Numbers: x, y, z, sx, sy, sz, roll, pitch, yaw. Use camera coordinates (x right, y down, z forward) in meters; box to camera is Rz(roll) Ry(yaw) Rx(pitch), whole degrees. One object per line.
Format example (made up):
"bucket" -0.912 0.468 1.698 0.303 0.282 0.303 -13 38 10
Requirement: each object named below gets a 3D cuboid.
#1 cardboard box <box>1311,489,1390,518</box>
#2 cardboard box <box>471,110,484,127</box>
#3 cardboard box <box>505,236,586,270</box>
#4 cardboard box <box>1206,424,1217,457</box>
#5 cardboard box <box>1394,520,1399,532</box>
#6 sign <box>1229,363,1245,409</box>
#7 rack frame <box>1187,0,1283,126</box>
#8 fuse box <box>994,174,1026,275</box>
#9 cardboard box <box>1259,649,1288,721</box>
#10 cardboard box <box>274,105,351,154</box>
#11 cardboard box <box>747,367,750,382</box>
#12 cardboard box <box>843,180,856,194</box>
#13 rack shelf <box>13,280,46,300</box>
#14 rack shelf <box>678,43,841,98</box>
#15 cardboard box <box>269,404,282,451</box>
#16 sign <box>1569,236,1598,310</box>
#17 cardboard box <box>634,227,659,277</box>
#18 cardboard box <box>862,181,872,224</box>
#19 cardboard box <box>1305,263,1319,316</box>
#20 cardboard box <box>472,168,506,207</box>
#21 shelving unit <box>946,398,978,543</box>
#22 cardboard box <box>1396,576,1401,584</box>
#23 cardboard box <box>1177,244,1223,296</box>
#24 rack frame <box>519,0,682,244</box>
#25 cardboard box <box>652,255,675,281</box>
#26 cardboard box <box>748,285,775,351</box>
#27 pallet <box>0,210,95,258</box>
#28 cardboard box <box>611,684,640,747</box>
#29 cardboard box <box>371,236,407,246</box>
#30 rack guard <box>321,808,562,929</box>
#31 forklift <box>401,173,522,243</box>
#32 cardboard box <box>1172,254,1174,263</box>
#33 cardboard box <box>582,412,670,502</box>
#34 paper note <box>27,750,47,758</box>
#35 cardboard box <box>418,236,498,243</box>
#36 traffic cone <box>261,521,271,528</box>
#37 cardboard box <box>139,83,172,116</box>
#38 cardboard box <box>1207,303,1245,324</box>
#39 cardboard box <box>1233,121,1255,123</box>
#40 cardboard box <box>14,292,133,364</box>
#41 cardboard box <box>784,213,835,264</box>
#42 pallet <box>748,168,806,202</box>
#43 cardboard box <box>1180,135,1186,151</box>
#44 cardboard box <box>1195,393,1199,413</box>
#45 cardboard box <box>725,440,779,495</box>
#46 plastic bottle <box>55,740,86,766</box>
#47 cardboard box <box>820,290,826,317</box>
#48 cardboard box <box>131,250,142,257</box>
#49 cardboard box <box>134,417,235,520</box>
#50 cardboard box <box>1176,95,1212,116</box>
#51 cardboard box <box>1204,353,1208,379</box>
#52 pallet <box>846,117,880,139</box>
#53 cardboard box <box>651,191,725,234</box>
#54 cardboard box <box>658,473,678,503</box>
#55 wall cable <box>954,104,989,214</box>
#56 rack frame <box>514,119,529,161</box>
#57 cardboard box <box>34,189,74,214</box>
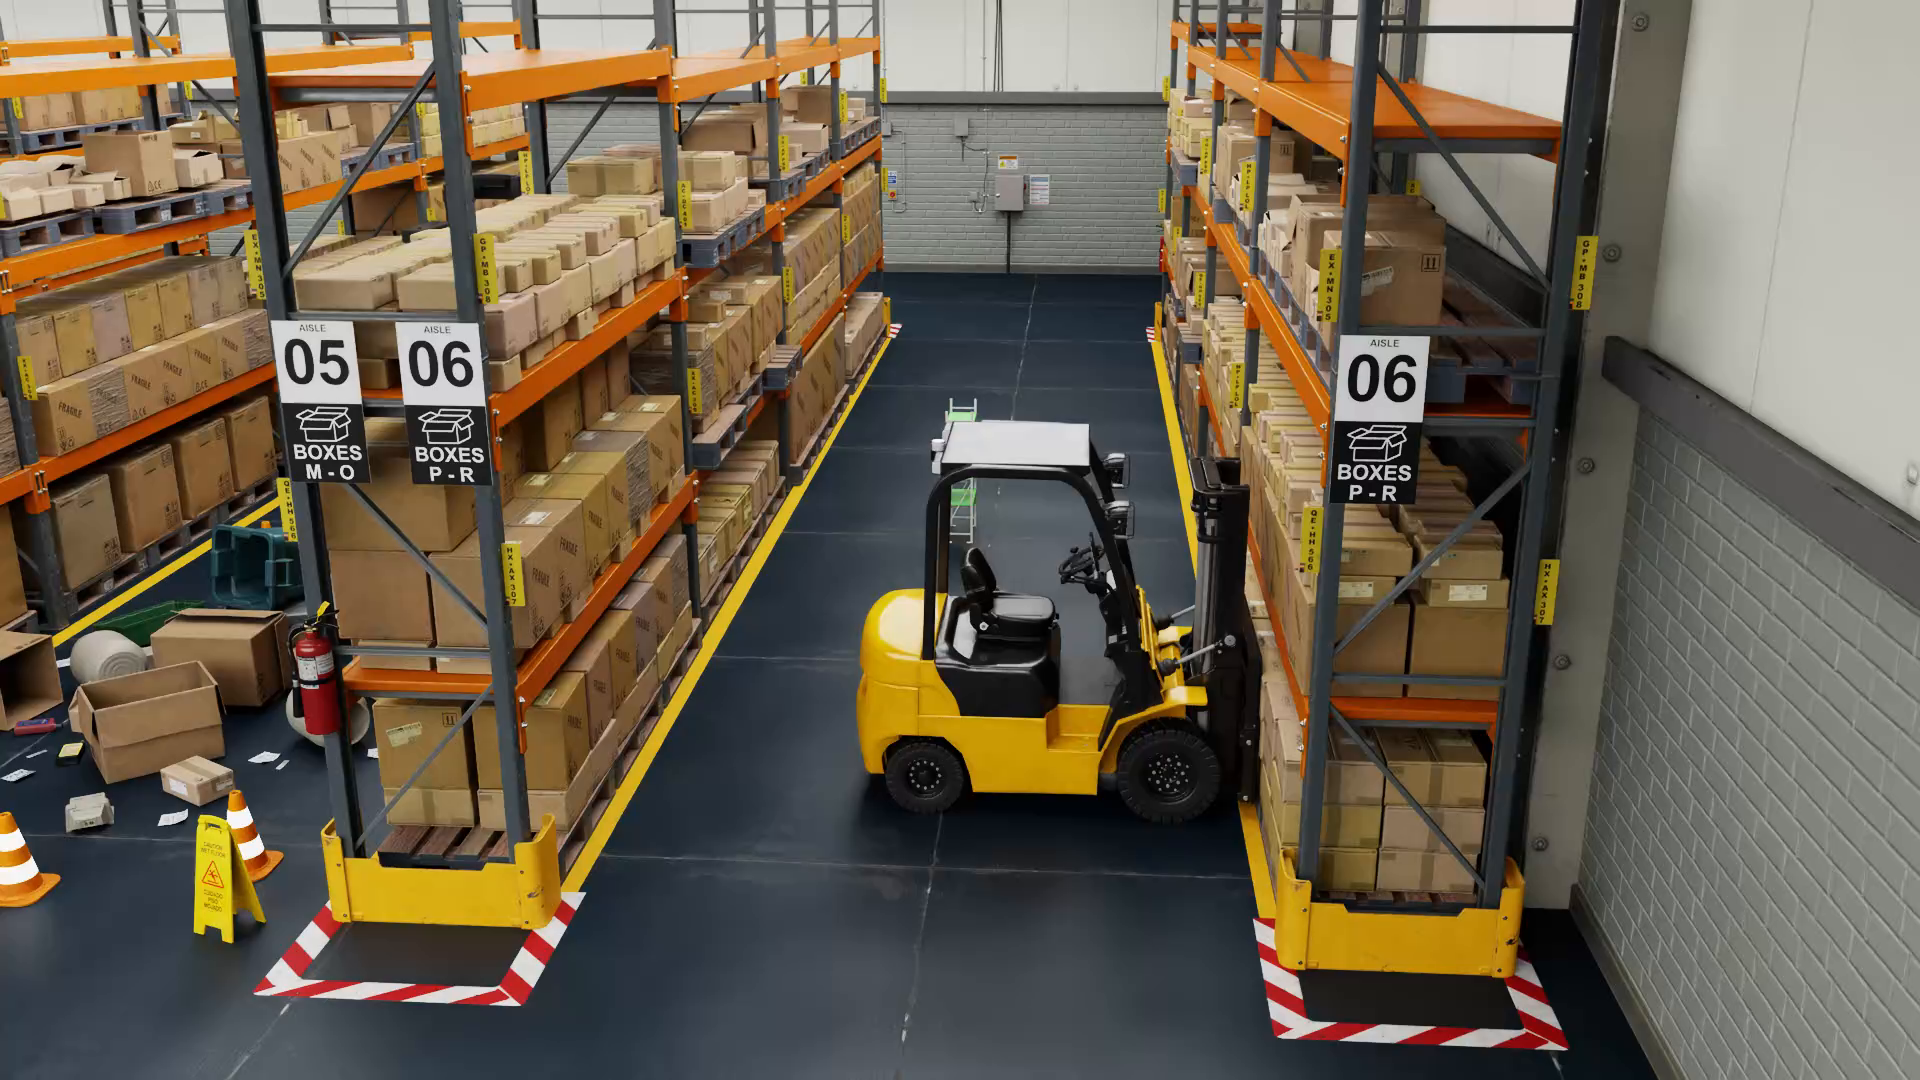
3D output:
"cardboard box" 2.091 -0.167 8.936 0.380 0.149 0.250 1 18 4
"cardboard box" -6.445 -5.446 21.347 0.500 0.250 0.500 0 18 2
"cardboard box" -2.321 -1.609 9.323 0.380 0.149 0.250 2 18 5
"cardboard box" 2.720 -0.682 15.326 0.875 0.625 0.625 2 18 6
"cardboard box" 2.547 -0.013 8.944 0.380 0.149 0.250 1 18 2
"sign" 1.950 -1.083 11.680 0.100 0.325 0.005 1 18 4
"rack frame" 3.065 -5.897 18.469 1.000 3.000 0.127 1 18 4
"fuse box" 0.867 -5.446 28.794 0.539 1.711 0.414 1 18 4
"cardboard box" 1.984 0.847 9.657 0.500 0.250 0.500 2 18 5
"cardboard box" -7.072 -4.432 17.975 0.797 0.503 0.637 1 18 3
"cardboard box" -1.993 -1.404 14.119 0.380 0.149 0.250 1 18 2
"cardboard box" -1.499 -4.397 20.717 0.380 0.149 0.250 1 18 2
"rack shelf" -11.914 -2.414 18.629 1.077 0.370 4.000 1 18 4
"rack shelf" -2.029 -4.854 17.082 1.077 0.370 4.000 1 18 4
"cardboard box" -6.812 -1.219 17.164 0.500 0.500 0.500 1 18 2
"sign" 2.758 -1.184 7.370 0.100 0.325 0.005 1 18 4
"cardboard box" -2.258 -1.867 10.749 0.500 0.250 0.500 1 18 3
"cardboard box" -1.443 -4.449 21.918 0.500 0.500 0.500 1 18 4
"cardboard box" 1.980 -1.271 8.548 0.396 0.266 0.258 1 18 4
"cardboard box" -6.393 -4.675 22.128 0.500 0.500 0.500 2 18 7
"shelving unit" 0.012 -0.622 14.893 0.258 1.200 0.503 1 18 4
"cardboard box" 2.533 0.323 8.959 0.500 0.500 0.500 2 18 6
"cardboard box" 2.771 -2.987 18.388 0.700 0.500 0.500 1 18 5
"rack frame" -2.459 -3.522 11.221 1.000 3.000 0.127 1 18 4
"cardboard box" -2.177 -1.873 11.407 0.380 0.149 0.250 1 18 4
"cardboard box" -1.954 -1.994 14.878 0.500 0.500 0.500 1 18 3
"pallet" -7.387 -2.371 12.831 0.805 0.209 1.217 1 18 2
"cardboard box" -2.342 1.106 10.473 0.500 0.250 0.500 3 18 8
"cardboard box" -6.664 -3.469 19.466 0.380 0.149 0.250 2 18 6
"rack guard" -2.741 1.735 8.825 1.175 0.500 0.348 1 18 4
"forklift" -4.789 -2.112 16.662 1.130 2.935 3.031 2 18 7
"cardboard box" 2.929 -3.591 20.827 0.500 0.250 0.500 1 18 4
"cardboard box" -2.273 -0.557 11.166 0.500 0.500 0.500 2 18 6
"paper note" -5.943 1.377 10.705 0.032 0.001 0.123 12 22 32
"cardboard box" -2.820 -1.619 9.351 0.380 0.149 0.250 1 18 2
"traffic cone" -5.801 0.072 13.959 0.336 0.463 0.334 1 18 4
"cardboard box" -11.467 -6.177 23.144 0.700 0.500 0.500 0 18 1
"cardboard box" 2.462 -2.067 15.213 0.380 0.149 0.250 2 18 6
"cardboard box" 3.127 -4.406 17.826 0.380 0.149 0.250 2 18 5
"cardboard box" -7.303 -1.744 13.663 0.700 0.500 0.500 1 18 4
"cardboard box" -1.697 -3.373 18.635 0.500 0.500 0.500 2 18 5
"pallet" -2.179 -3.451 16.122 1.213 0.211 1.003 2 18 6
"cardboard box" 2.570 -4.278 17.914 0.380 0.149 0.250 2 18 5
"cardboard box" 2.550 -1.369 16.581 0.380 0.149 0.250 0 18 1
"cardboard box" -2.223 -0.689 15.755 0.950 0.372 0.625 0 18 0
"plastic bottle" -5.702 1.360 10.674 0.133 0.061 0.283 -5 19 -15
"cardboard box" -1.759 -2.625 18.359 0.500 0.250 0.500 1 18 2
"cardboard box" -11.290 -3.907 22.434 0.380 0.149 0.250 2 18 5
"cardboard box" -7.310 -0.665 15.073 1.050 0.750 0.750 2 18 5
"cardboard box" 2.966 -5.417 20.781 0.500 0.250 0.500 2 18 5
"cardboard box" 2.503 -1.600 15.231 0.500 0.250 0.500 1 18 4
"pallet" -1.642 -5.551 22.372 1.003 0.211 1.213 1 18 4
"cardboard box" -2.017 -2.398 12.172 0.500 0.250 0.500 1 18 2
"cardboard box" -2.189 -0.368 11.632 0.380 0.149 0.250 2 18 5
"wall cable" 0.197 -6.605 28.631 0.588 1.984 0.122 1 18 4
"rack frame" -6.544 -4.477 23.770 1.000 3.000 0.127 1 18 4
"cardboard box" -7.082 -2.620 12.853 0.250 0.149 0.380 1 18 4
